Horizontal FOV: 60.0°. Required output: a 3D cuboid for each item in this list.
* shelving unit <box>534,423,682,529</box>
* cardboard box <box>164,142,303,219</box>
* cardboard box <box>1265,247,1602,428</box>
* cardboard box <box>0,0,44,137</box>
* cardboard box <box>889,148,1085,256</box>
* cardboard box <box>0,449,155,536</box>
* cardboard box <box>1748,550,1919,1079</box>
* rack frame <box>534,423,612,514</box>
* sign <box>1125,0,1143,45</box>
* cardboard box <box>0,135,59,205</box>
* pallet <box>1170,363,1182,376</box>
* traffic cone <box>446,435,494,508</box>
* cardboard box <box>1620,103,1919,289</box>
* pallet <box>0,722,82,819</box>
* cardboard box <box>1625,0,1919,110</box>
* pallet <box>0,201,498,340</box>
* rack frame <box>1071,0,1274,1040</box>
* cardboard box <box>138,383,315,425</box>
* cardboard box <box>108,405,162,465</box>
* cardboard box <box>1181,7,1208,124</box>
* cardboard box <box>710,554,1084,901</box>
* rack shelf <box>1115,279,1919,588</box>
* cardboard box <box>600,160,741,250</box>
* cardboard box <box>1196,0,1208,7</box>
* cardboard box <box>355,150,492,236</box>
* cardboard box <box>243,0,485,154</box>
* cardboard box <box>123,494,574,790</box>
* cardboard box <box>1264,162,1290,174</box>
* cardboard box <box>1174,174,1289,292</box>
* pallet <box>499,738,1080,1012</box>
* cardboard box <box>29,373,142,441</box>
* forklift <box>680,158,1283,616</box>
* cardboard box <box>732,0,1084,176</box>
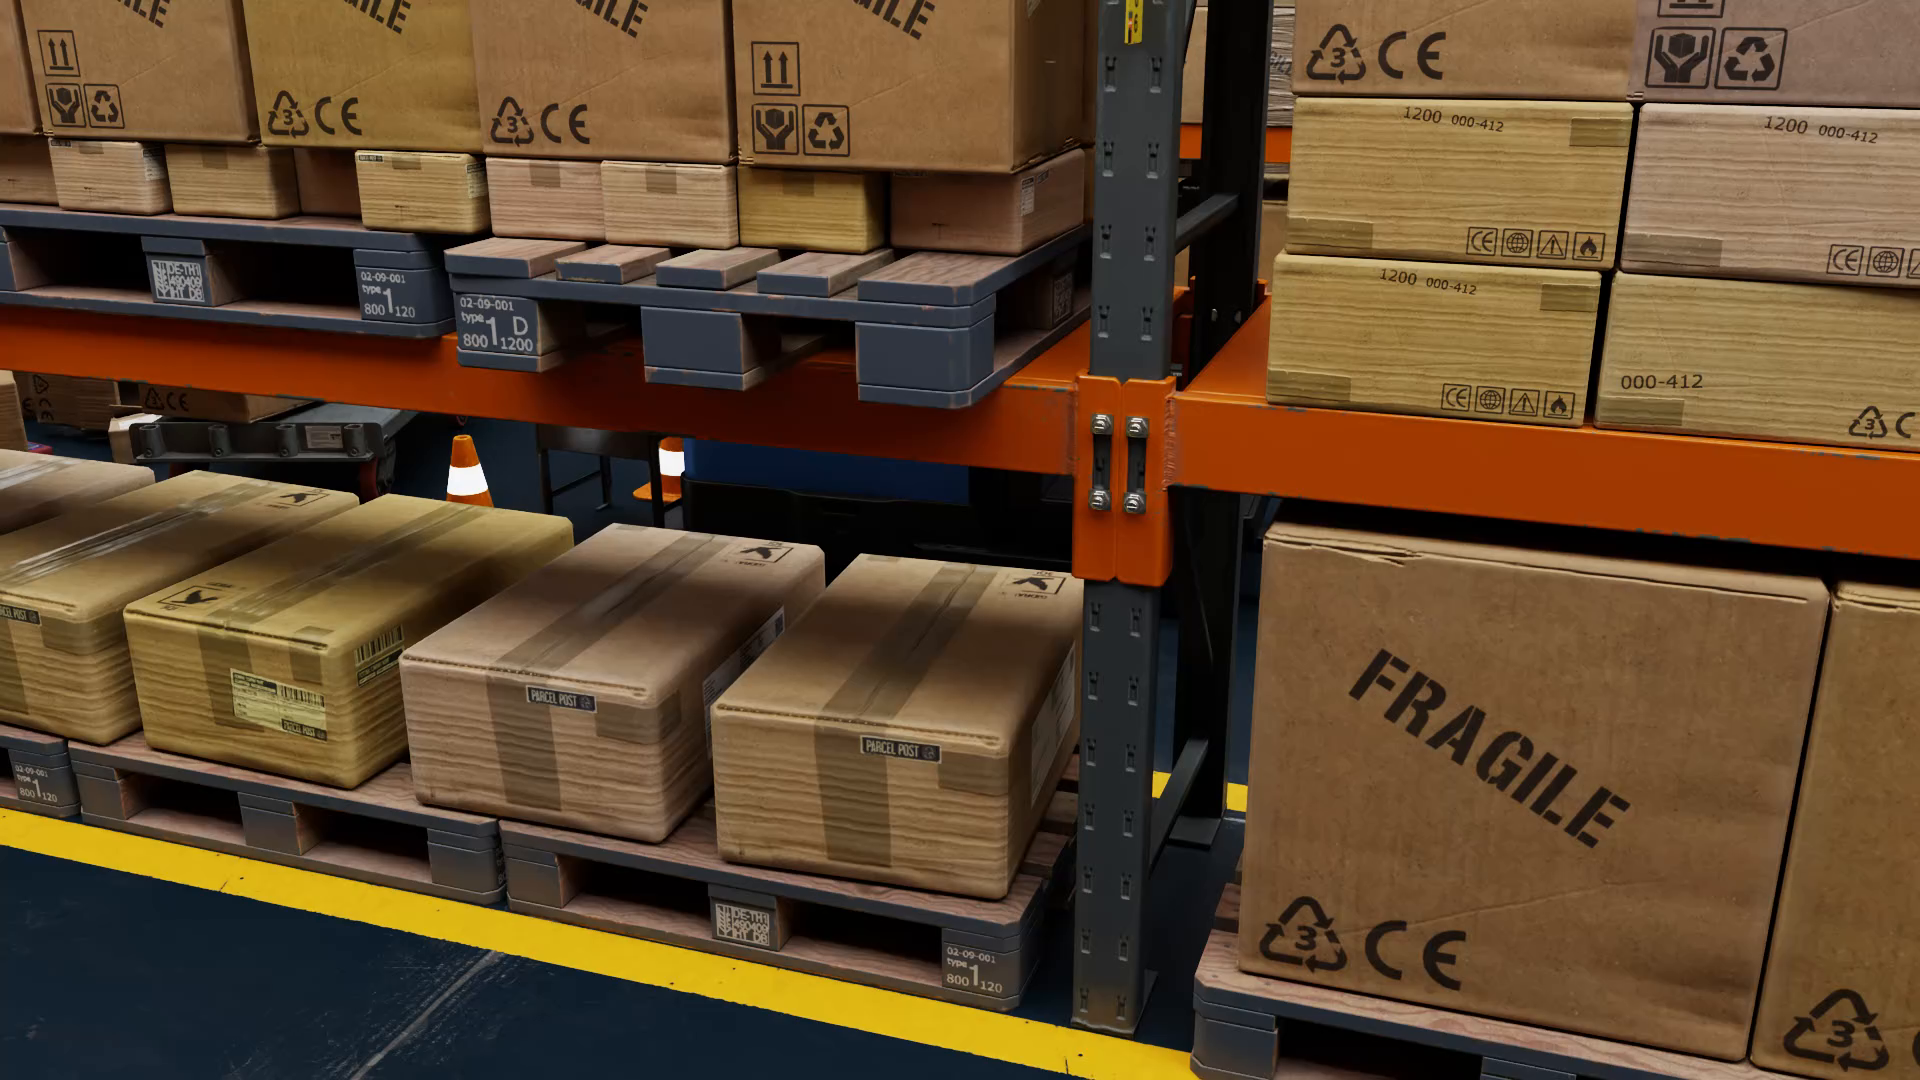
[{"bbox_3d":[-1.230,-1.037,5.848,0.503,2.100,0.431,7,21,22],"label":"shelving unit"},{"bbox_3d":[-1.433,-0.782,3.507,0.250,0.149,0.380,6,20,16],"label":"cardboard box"},{"bbox_3d":[0.823,-0.396,2.882,0.500,0.250,0.500,6,20,17],"label":"cardboard box"},{"bbox_3d":[-2.050,-1.164,3.617,0.500,0.500,0.500,6,20,18],"label":"cardboard box"},{"bbox_3d":[0.057,-0.640,3.098,0.250,0.149,0.380,7,21,20],"label":"cardboard box"},{"bbox_3d":[-2.839,0.069,4.676,0.625,0.372,0.950,7,20,19],"label":"cardboard box"},{"bbox_3d":[1.910,0.405,2.946,0.875,0.875,0.875,7,20,19],"label":"cardboard box"},{"bbox_3d":[-1.453,-1.066,5.941,0.015,2.100,0.400,7,21,22],"label":"rack frame"},{"bbox_3d":[0.274,-0.937,2.569,0.005,0.325,0.100,7,20,18],"label":"sign"},{"bbox_3d":[-1.929,-0.847,3.692,0.250,0.149,0.380,7,20,18],"label":"cardboard box"},{"bbox_3d":[1.252,-0.940,8.451,1.213,0.211,1.003,7,20,18],"label":"pallet"},{"bbox_3d":[-1.704,-0.133,5.755,0.334,0.463,0.336,7,20,18],"label":"traffic cone"},{"bbox_3d":[1.329,-0.575,2.638,0.500,0.250,0.500,7,20,19],"label":"cardboard box"},{"bbox_3d":[-2.599,0.371,4.692,1.213,0.211,1.003,7,20,18],"label":"pallet"},{"bbox_3d":[1.301,-0.937,2.537,0.500,0.500,0.500,7,20,18],"label":"cardboard box"},{"bbox_3d":[-1.440,-0.708,3.842,1.213,0.211,1.003,7,20,18],"label":"pallet"},{"bbox_3d":[0.443,-0.598,3.234,0.127,3.000,1.000,7,20,18],"label":"rack frame"},{"bbox_3d":[-2.779,-0.764,6.357,0.500,0.500,0.500,7,20,18],"label":"cardboard box"},{"bbox_3d":[-3.400,-0.494,7.090,0.396,0.266,0.258,-7,20,-20],"label":"cardboard box"},{"bbox_3d":[0.988,-2.214,7.720,0.500,0.500,0.500,7,20,18],"label":"cardboard box"},{"bbox_3d":[-0.087,0.381,3.781,0.625,0.372,0.950,5,20,14],"label":"cardboard box"},{"bbox_3d":[2.333,-0.042,2.732,4.000,0.370,1.077,7,20,18],"label":"rack shelf"},{"bbox_3d":[-0.473,-0.659,3.154,0.250,0.149,0.380,6,20,18],"label":"cardboard box"},{"bbox_3d":[1.073,-2.773,7.803,0.500,0.500,0.700,6,20,17],"label":"cardboard box"},{"bbox_3d":[-0.973,-0.714,3.312,0.250,0.149,0.380,7,20,19],"label":"cardboard box"},{"bbox_3d":[-1.046,-1.053,3.298,0.500,0.500,0.500,5,20,14],"label":"cardboard box"},{"bbox_3d":[-1.501,0.220,4.243,0.625,0.372,0.950,7,20,20],"label":"cardboard box"},{"bbox_3d":[2.528,-2.828,12.763,0.500,0.500,0.700,5,20,14],"label":"cardboard box"},{"bbox_3d":[1.427,-1.377,8.250,0.750,0.750,1.050,6,20,17],"label":"cardboard box"},{"bbox_3d":[-0.294,0.634,3.936,1.213,0.211,1.003,7,20,18],"label":"pallet"},{"bbox_3d":[-3.737,-0.846,7.533,0.503,0.637,0.797,7,20,18],"label":"cardboard box"},{"bbox_3d":[0.602,-1.328,5.432,3.031,2.935,1.130,5,20,15],"label":"forklift"},{"bbox_3d":[-0.077,-0.946,2.992,0.500,0.500,0.500,6,20,16],"label":"cardboard box"}]
